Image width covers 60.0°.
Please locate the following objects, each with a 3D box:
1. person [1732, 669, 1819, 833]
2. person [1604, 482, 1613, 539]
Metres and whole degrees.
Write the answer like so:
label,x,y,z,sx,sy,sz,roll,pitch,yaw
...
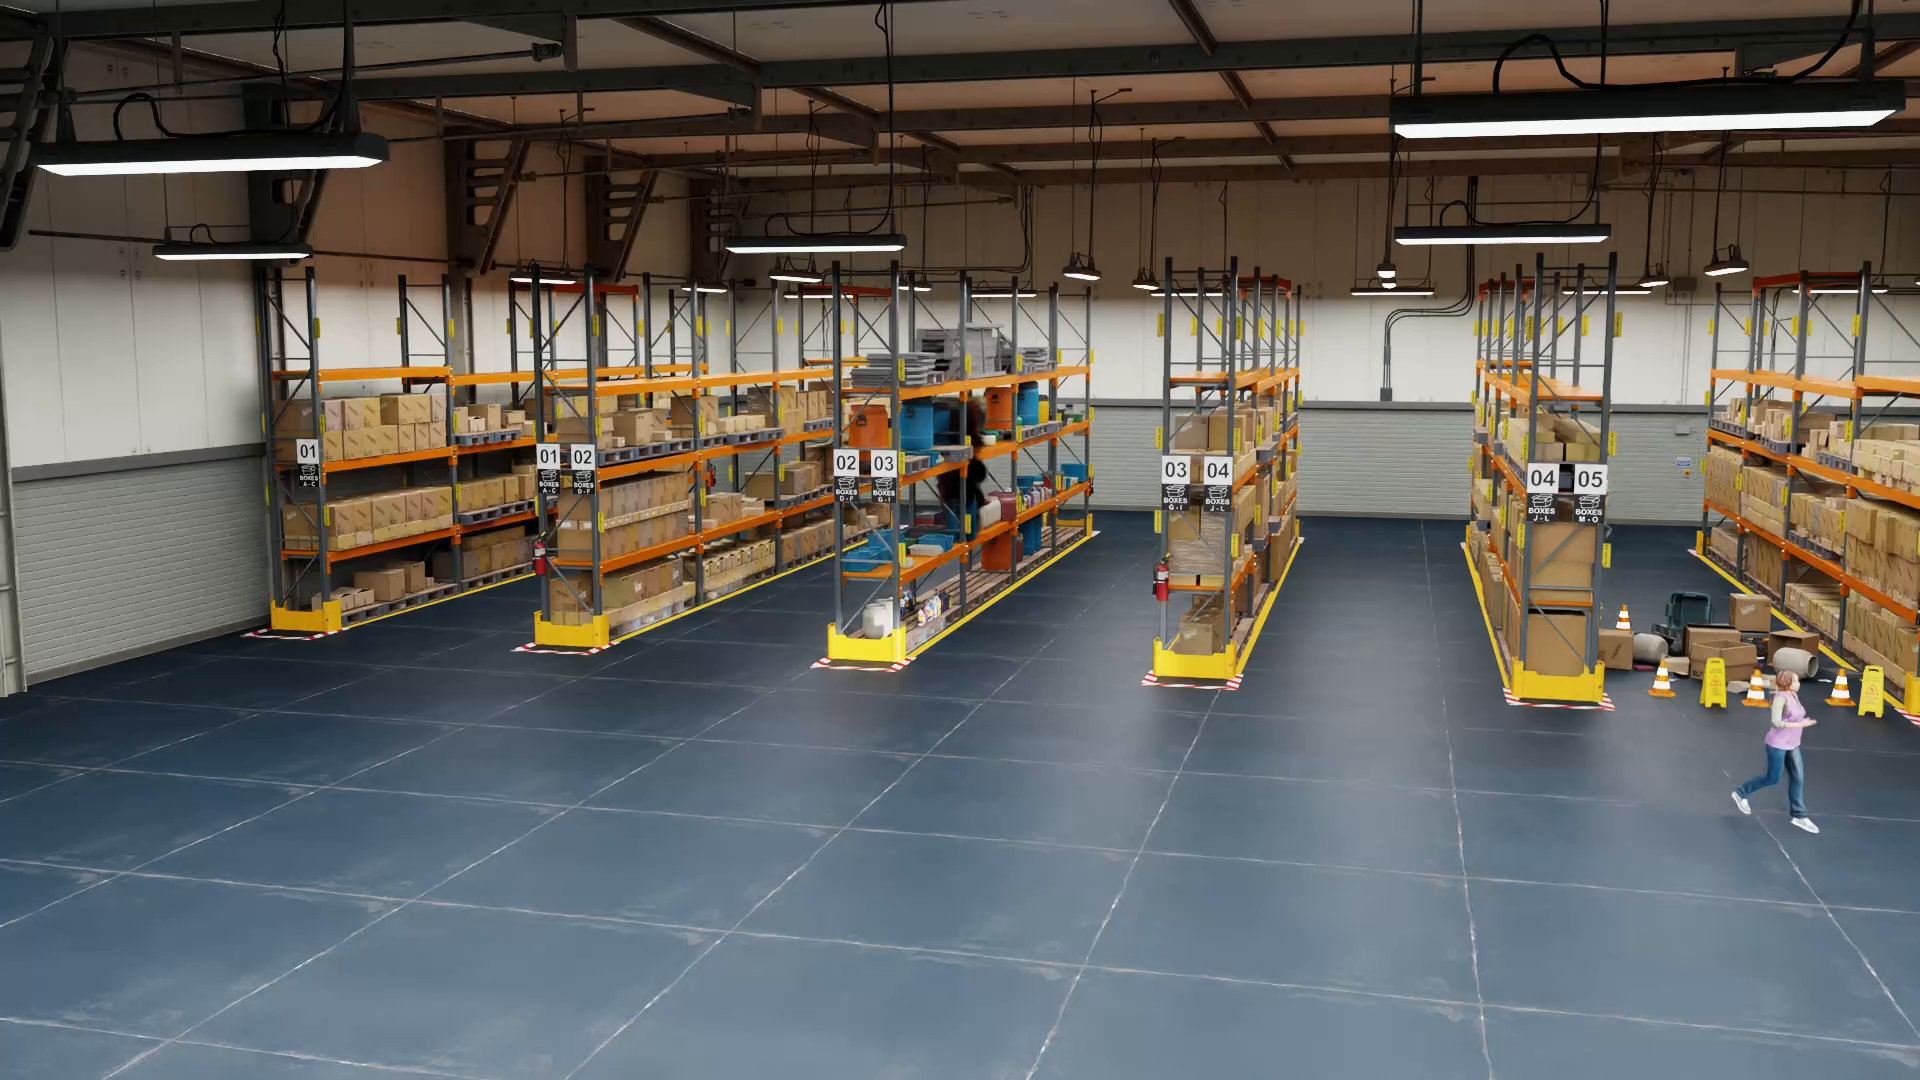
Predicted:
label,x,y,z,sx,sy,sz,roll,pitch,yaw
person,8.242,2.076,16.721,0.565,1.596,0.859,-6,9,-38
person,15.001,-0.818,39.121,0.667,1.735,0.685,-1,7,-5
